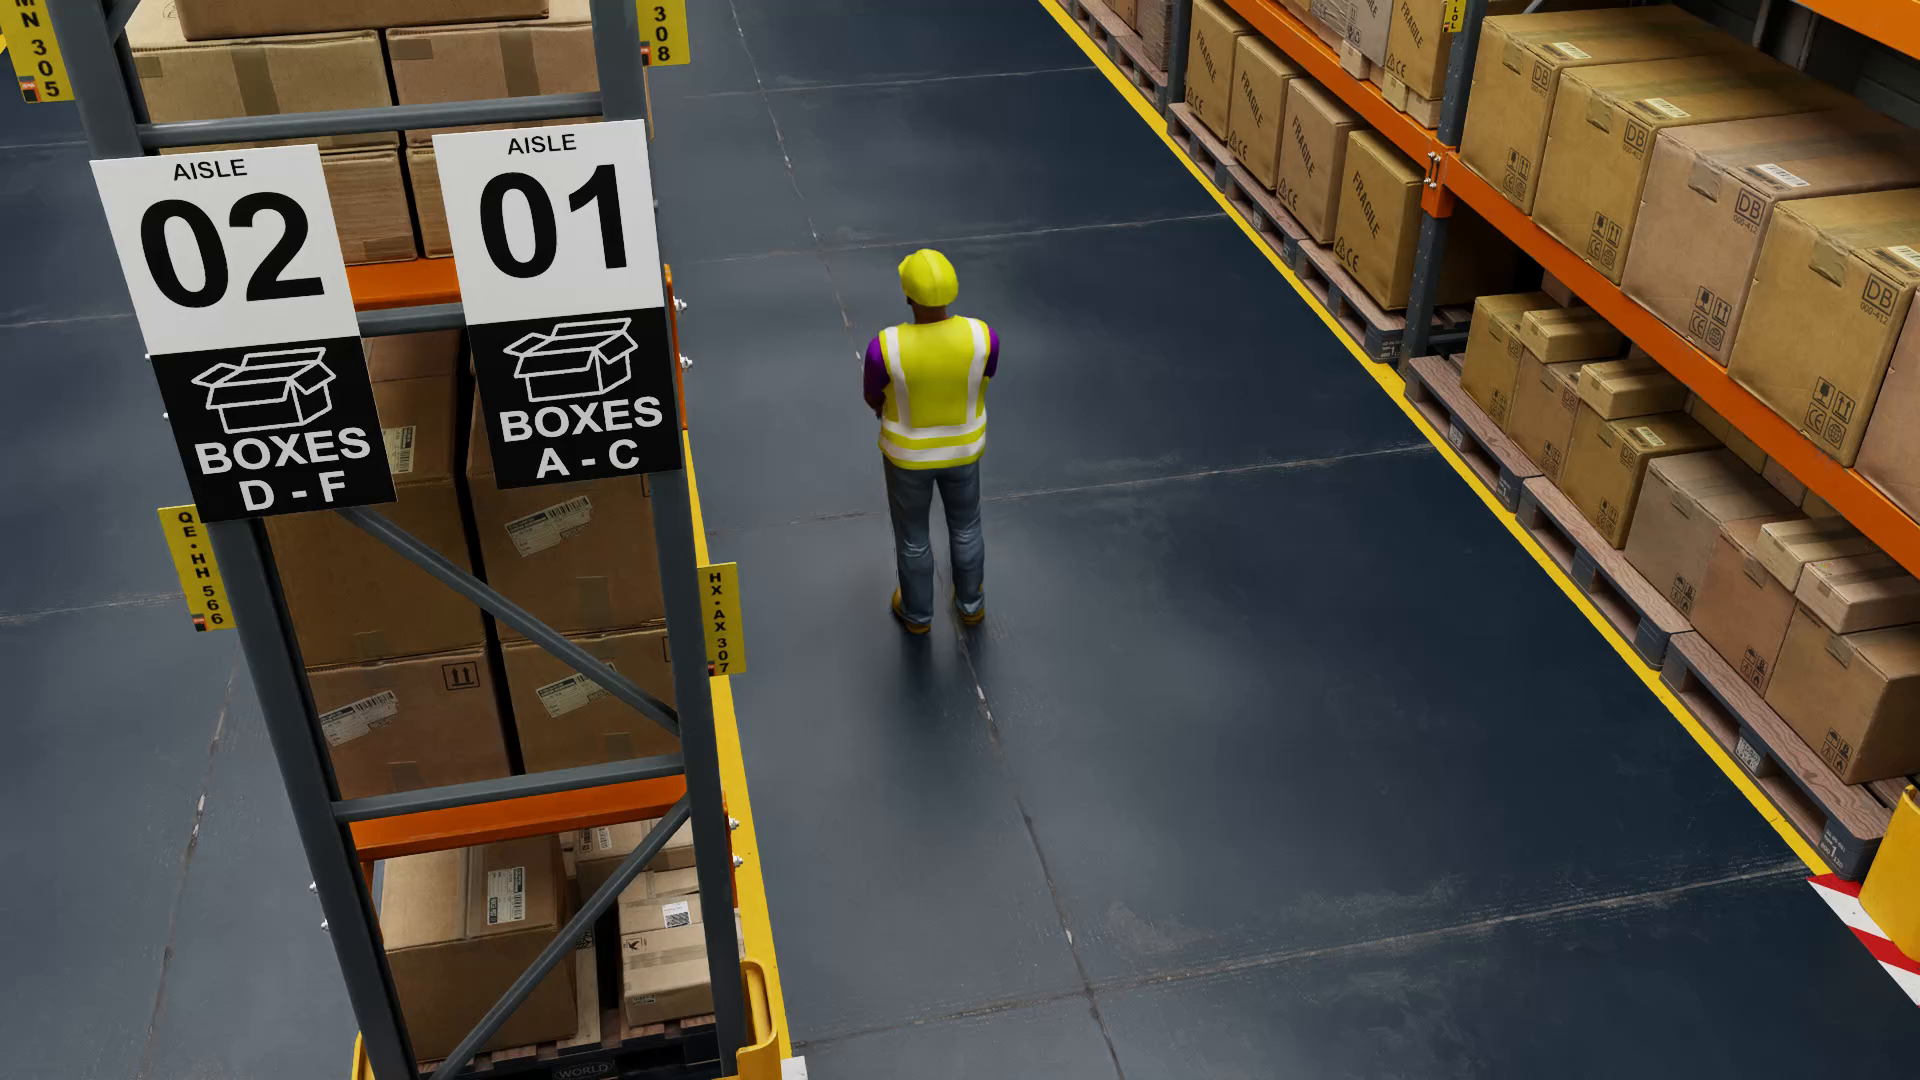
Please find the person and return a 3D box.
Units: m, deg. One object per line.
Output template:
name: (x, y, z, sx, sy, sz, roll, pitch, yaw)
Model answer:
person: (-0.134, -0.410, 6.722, 0.524, 1.772, 0.558, -7, 35, -10)
